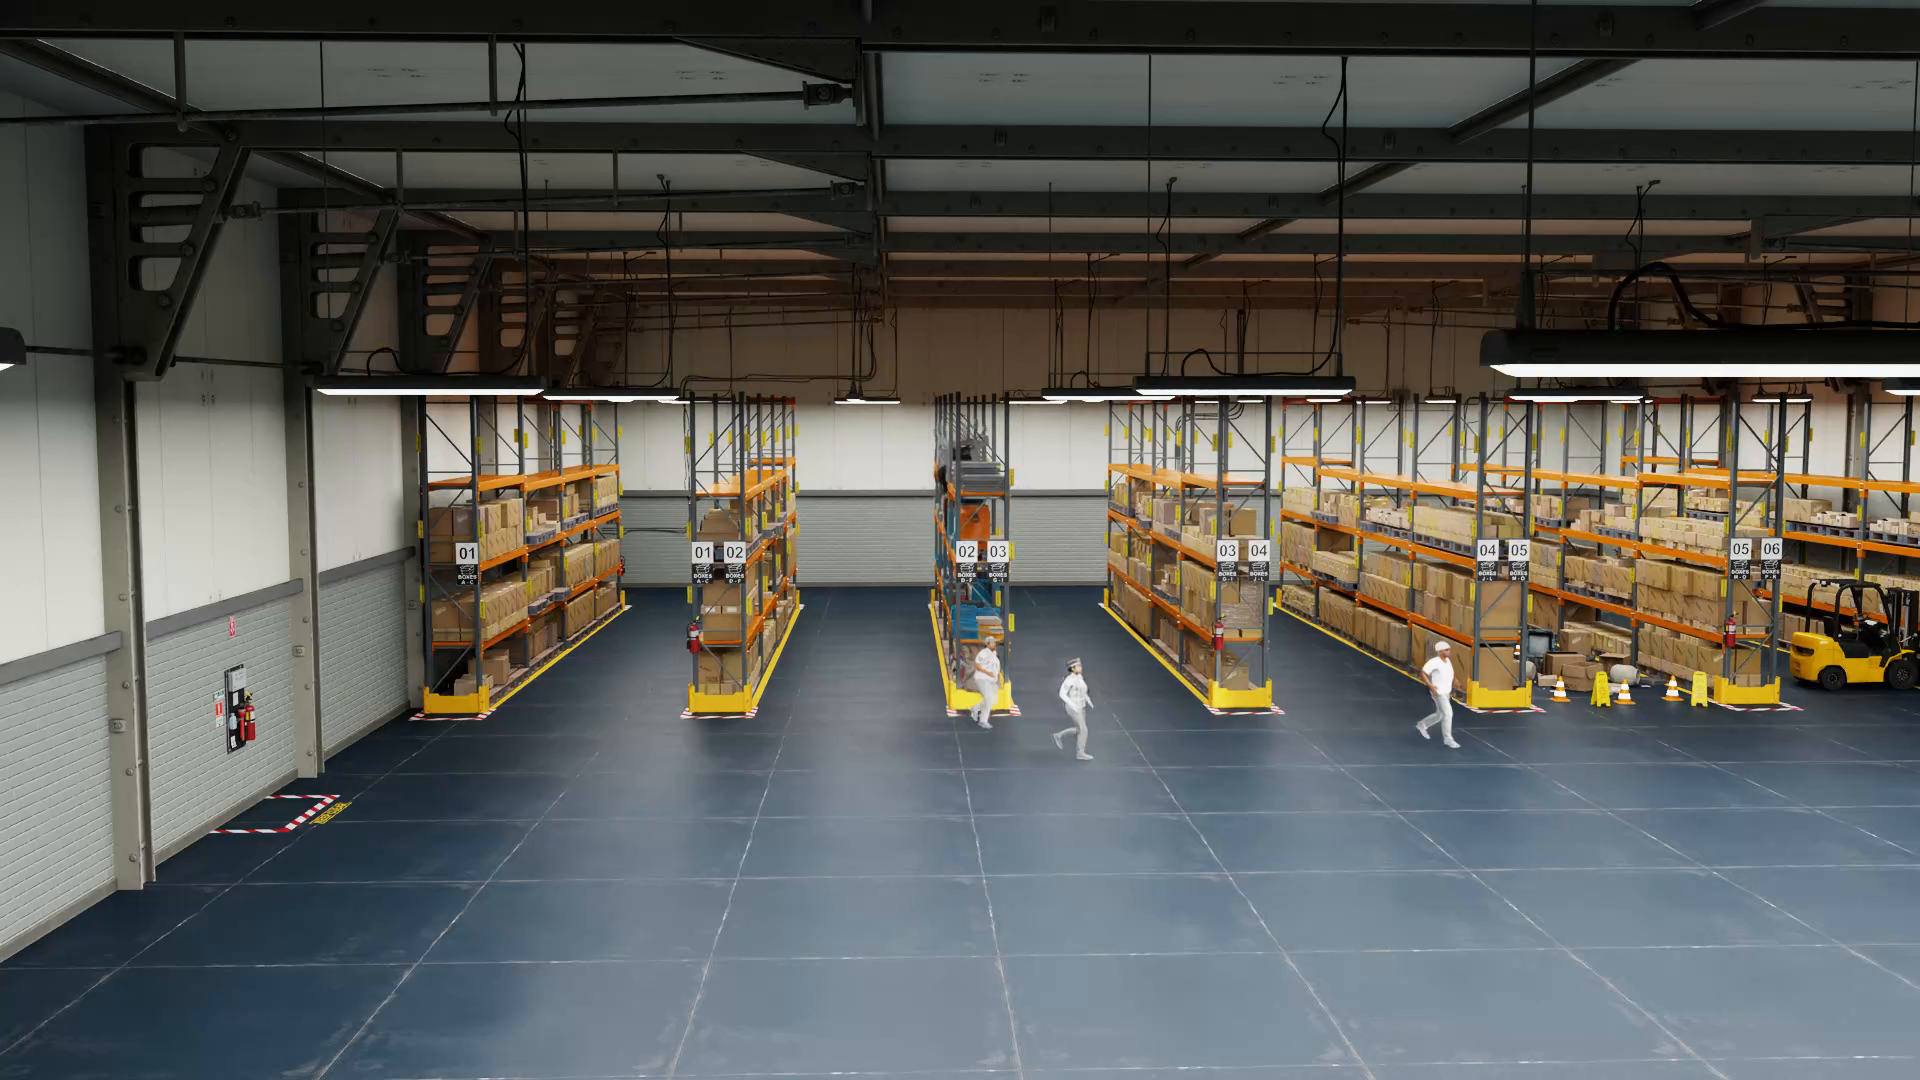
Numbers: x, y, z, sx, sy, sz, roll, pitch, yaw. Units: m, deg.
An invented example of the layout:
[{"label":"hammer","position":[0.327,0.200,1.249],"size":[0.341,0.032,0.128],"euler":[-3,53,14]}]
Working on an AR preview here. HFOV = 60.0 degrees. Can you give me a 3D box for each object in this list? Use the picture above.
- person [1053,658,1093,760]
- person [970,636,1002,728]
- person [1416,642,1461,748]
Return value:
[{"label":"person","position":[1.846,2.724,27.032],"size":[0.697,1.653,0.655],"euler":[3,5,29]},{"label":"person","position":[0.475,2.537,29.931],"size":[0.582,1.619,0.638],"euler":[3,6,36]},{"label":"person","position":[8.120,2.592,28.154],"size":[0.815,1.770,0.707],"euler":[4,6,38]}]
